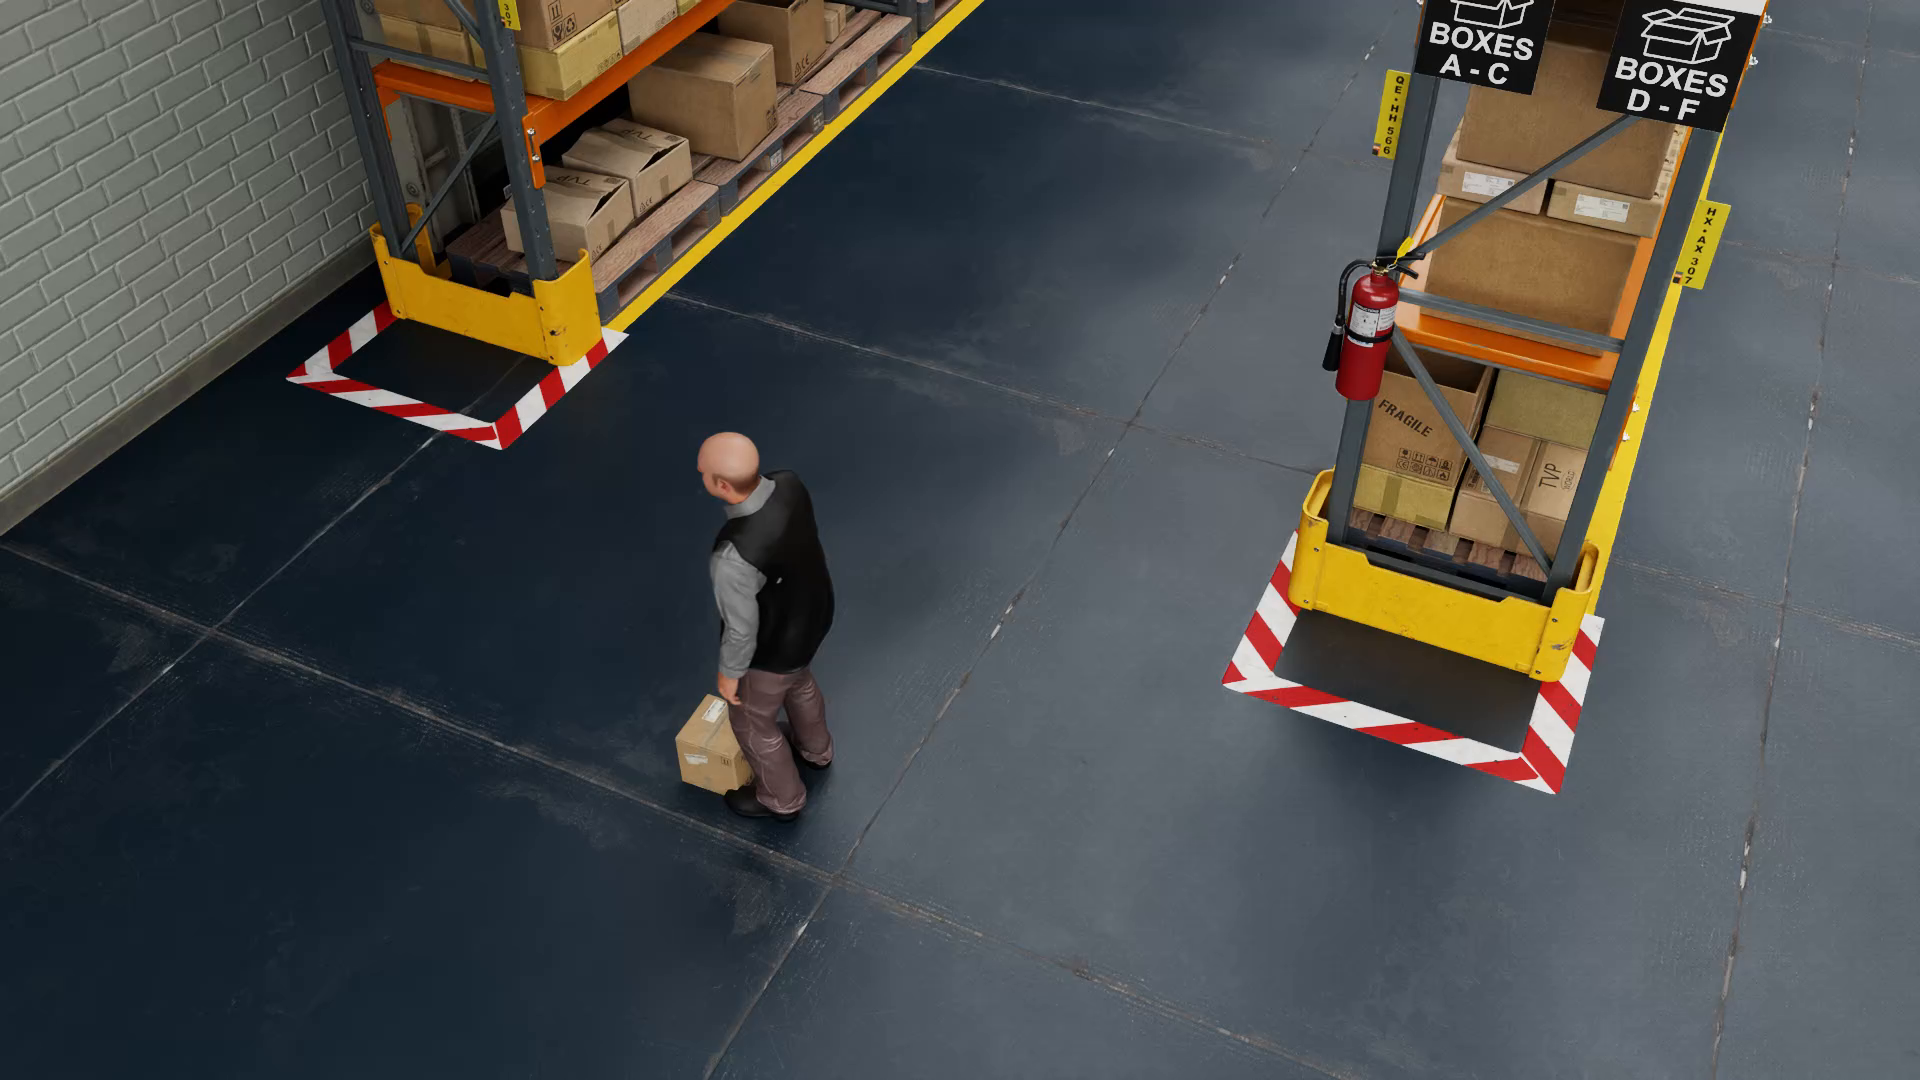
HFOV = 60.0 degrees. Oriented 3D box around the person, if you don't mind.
[{"bbox_3d":[-0.656,0.324,5.814,0.418,1.721,0.594,15,44,16],"label":"person"}]
